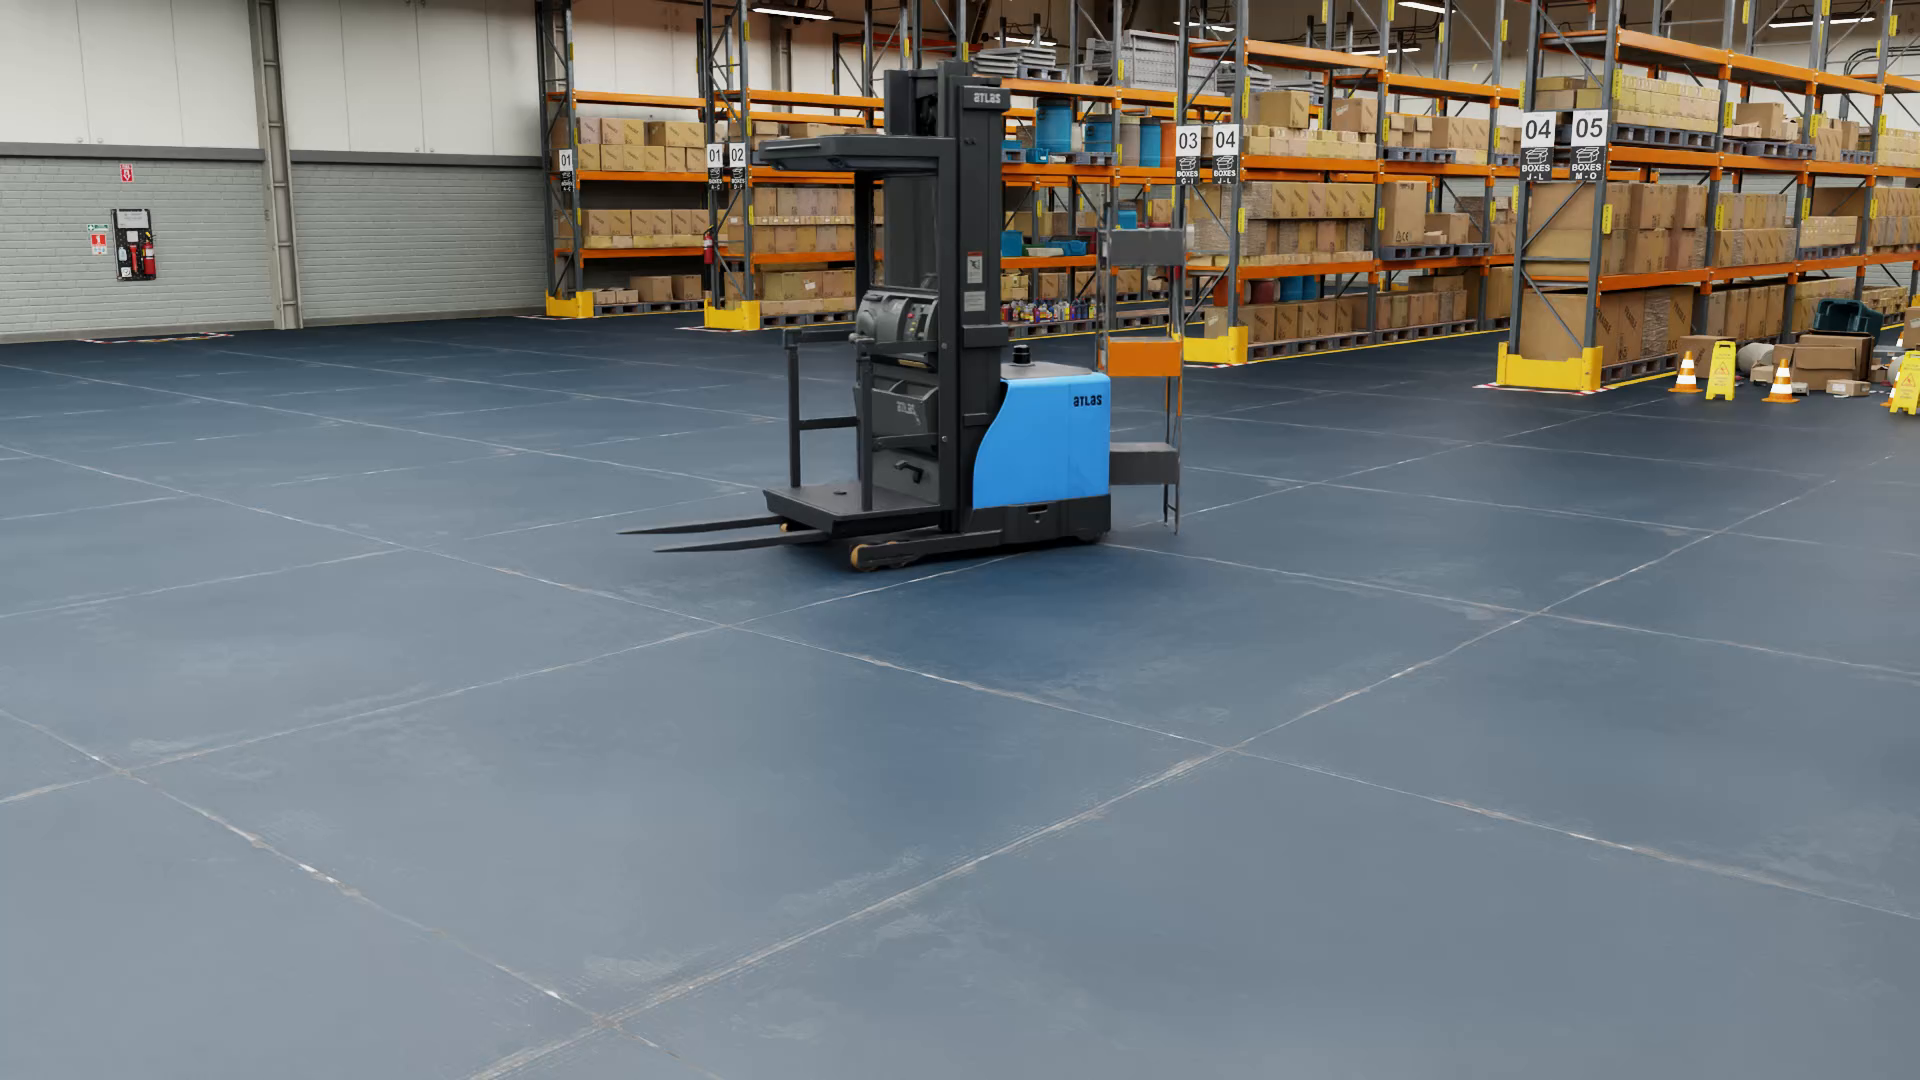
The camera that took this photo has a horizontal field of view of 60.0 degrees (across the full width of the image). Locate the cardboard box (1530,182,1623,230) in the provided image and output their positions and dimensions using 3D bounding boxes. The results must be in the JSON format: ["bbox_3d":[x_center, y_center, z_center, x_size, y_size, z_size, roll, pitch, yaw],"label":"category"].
[{"bbox_3d":[7.329,-3.968,19.777,0.875,0.550,0.550,10,15,40],"label":"cardboard box"}]

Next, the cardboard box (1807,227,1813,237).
[{"bbox_3d":[13.157,-4.846,26.123,0.380,0.149,0.250,9,15,39],"label":"cardboard box"}]

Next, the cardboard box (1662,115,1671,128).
[{"bbox_3d":[8.523,-5.150,20.492,0.380,0.149,0.250,10,15,41],"label":"cardboard box"}]

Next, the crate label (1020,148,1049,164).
[{"bbox_3d":[1.159,-6.242,27.027,0.502,0.251,0.408,10,15,40],"label":"crate label"}]

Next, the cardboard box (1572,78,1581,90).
[{"bbox_3d":[7.188,-5.439,19.902,0.380,0.149,0.250,10,15,41],"label":"cardboard box"}]

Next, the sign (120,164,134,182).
[{"bbox_3d":[-13.655,-6.014,27.246,0.001,0.298,0.199,10,15,40],"label":"sign"}]

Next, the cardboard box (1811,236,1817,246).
[{"bbox_3d":[13.315,-4.734,26.321,0.380,0.149,0.250,11,16,43],"label":"cardboard box"}]

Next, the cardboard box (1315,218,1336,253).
[{"bbox_3d":[5.082,-4.541,24.772,0.875,0.500,0.500,10,15,40],"label":"cardboard box"}]

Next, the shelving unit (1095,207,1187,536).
[{"bbox_3d":[1.162,-1.096,10.831,0.503,2.100,0.431,-1,11,-5],"label":"shelving unit"}]

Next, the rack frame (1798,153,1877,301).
[{"bbox_3d":[14.976,-5.080,28.489,1.000,3.000,0.127,10,15,40],"label":"rack frame"}]

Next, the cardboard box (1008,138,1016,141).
[{"bbox_3d":[1.171,-9.823,41.716,0.500,0.500,0.500,9,15,39],"label":"cardboard box"}]

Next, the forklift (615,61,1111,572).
[{"bbox_3d":[-0.567,-1.365,10.061,3.031,2.935,1.130,-7,13,-30],"label":"forklift"}]

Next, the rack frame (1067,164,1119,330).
[{"bbox_3d":[2.316,-5.200,29.087,1.000,3.000,0.127,10,15,40],"label":"rack frame"}]

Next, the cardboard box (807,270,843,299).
[{"bbox_3d":[-2.530,-4.748,30.859,0.500,0.500,0.500,10,15,40],"label":"cardboard box"}]

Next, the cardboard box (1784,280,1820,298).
[{"bbox_3d":[13.308,-3.985,26.398,0.500,0.250,0.500,10,15,40],"label":"cardboard box"}]

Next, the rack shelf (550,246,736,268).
[{"bbox_3d":[-6.446,-5.834,34.098,1.077,0.370,4.000,10,15,40],"label":"rack shelf"}]

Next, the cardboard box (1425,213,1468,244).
[{"bbox_3d":[8.057,-5.223,27.877,0.500,0.500,0.700,-9,15,-39],"label":"cardboard box"}]

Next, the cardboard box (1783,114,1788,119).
[{"bbox_3d":[12.735,-6.558,26.018,0.396,0.266,0.258,10,15,40],"label":"cardboard box"}]

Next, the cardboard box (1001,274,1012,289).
[{"bbox_3d":[0.739,-5.376,34.484,0.500,0.311,0.500,9,15,39],"label":"cardboard box"}]

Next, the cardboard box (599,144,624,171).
[{"bbox_3d":[-6.977,-7.513,32.706,0.500,0.500,0.500,-11,16,-44],"label":"cardboard box"}]

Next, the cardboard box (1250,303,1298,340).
[{"bbox_3d":[4.617,-3.223,24.499,0.500,0.500,0.500,-10,15,-42],"label":"cardboard box"}]

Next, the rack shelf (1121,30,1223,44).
[{"bbox_3d":[5.199,-11.531,38.820,1.077,0.370,4.000,10,15,40],"label":"rack shelf"}]

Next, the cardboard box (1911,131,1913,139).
[{"bbox_3d":[16.907,-7.276,29.913,0.380,0.149,0.250,9,15,39],"label":"cardboard box"}]

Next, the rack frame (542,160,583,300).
[{"bbox_3d":[-7.766,-5.892,32.554,1.000,3.000,0.127,10,15,40],"label":"rack frame"}]

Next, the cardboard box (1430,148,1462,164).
[{"bbox_3d":[7.896,-6.296,27.297,0.500,0.250,0.500,10,15,42],"label":"cardboard box"}]

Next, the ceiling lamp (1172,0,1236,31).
[{"bbox_3d":[5.355,-12.350,34.664,0.800,3.185,2.000,10,15,40],"label":"ceiling lamp"}]

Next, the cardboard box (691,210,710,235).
[{"bbox_3d":[-5.531,-6.601,34.520,0.500,0.500,0.500,10,15,40],"label":"cardboard box"}]

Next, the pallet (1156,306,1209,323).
[{"bbox_3d":[4.416,-4.312,31.762,1.003,0.211,1.213,10,15,40],"label":"pallet"}]

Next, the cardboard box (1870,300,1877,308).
[{"bbox_3d":[16.069,-4.212,29.590,0.380,0.149,0.250,11,16,43],"label":"cardboard box"}]

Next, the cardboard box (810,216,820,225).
[{"bbox_3d":[-2.774,-5.839,30.377,0.380,0.149,0.250,10,15,40],"label":"cardboard box"}]

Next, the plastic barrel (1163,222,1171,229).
[{"bbox_3d":[3.882,-5.551,30.496,0.433,0.535,0.433,0,11,0],"label":"plastic barrel"}]

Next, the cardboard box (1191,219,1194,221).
[{"bbox_3d":[5.421,-7.818,39.387,0.500,0.500,0.500,10,15,42],"label":"cardboard box"}]

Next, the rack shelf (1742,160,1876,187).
[{"bbox_3d":[13.656,-5.904,26.793,1.077,0.370,4.000,10,15,40],"label":"rack shelf"}]

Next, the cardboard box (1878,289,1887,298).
[{"bbox_3d":[16.562,-4.473,30.135,0.380,0.149,0.250,9,14,38],"label":"cardboard box"}]

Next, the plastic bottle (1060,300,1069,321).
[{"bbox_3d":[1.767,-3.909,28.264,0.144,0.351,0.185,10,15,40],"label":"plastic bottle"}]

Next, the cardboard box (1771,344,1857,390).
[{"bbox_3d":[10.098,-2.051,19.697,0.797,0.503,0.637,0,11,1],"label":"cardboard box"}]

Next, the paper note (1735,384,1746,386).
[{"bbox_3d":[9.338,-1.863,19.966,0.142,0.017,0.144,-6,13,-28],"label":"paper note"}]

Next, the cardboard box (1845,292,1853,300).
[{"bbox_3d":[14.677,-3.919,27.985,0.500,0.500,0.500,9,15,39],"label":"cardboard box"}]

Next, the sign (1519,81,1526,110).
[{"bbox_3d":[6.657,-5.253,19.638,0.100,0.325,0.005,10,15,40],"label":"sign"}]

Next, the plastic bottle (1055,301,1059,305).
[{"bbox_3d":[1.664,-4.029,29.035,0.061,0.283,0.133,10,15,40],"label":"plastic bottle"}]

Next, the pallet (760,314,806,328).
[{"bbox_3d":[-3.570,-4.003,30.214,1.003,0.211,1.213,10,15,40],"label":"pallet"}]

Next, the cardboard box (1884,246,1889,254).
[{"bbox_3d":[16.242,-5.157,29.512,0.380,0.149,0.250,11,15,43],"label":"cardboard box"}]

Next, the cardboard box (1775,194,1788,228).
[{"bbox_3d":[12.032,-4.967,25.111,0.700,0.500,0.500,10,15,40],"label":"cardboard box"}]

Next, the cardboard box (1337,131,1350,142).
[{"bbox_3d":[5.530,-5.948,24.538,0.380,0.149,0.250,9,15,39],"label":"cardboard box"}]

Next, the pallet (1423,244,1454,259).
[{"bbox_3d":[7.401,-4.757,27.362,1.003,0.211,1.213,10,15,40],"label":"pallet"}]

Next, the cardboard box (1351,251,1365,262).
[{"bbox_3d":[5.943,-4.331,25.379,0.380,0.149,0.250,10,15,40],"label":"cardboard box"}]

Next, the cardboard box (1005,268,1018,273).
[{"bbox_3d":[1.060,-6.808,42.450,0.700,0.500,0.500,10,15,40],"label":"cardboard box"}]

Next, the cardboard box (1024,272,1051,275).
[{"bbox_3d":[1.679,-5.587,36.286,0.500,0.500,0.500,11,15,43],"label":"cardboard box"}]

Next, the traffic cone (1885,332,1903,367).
[{"bbox_3d":[12.688,-2.570,22.395,0.336,0.463,0.334,10,15,40],"label":"traffic cone"}]

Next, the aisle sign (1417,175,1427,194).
[{"bbox_3d":[10.505,-8.213,37.536,0.394,0.787,0.004,10,15,40],"label":"aisle sign"}]

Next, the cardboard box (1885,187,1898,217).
[{"bbox_3d":[16.144,-5.949,29.270,0.500,0.500,0.500,10,15,41],"label":"cardboard box"}]

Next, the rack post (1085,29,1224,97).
[{"bbox_3d":[3.551,-8.541,29.987,1.013,1.000,3.121,10,15,40],"label":"rack post"}]

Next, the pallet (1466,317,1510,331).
[{"bbox_3d":[9.254,-3.887,29.633,1.003,0.211,1.213,10,15,40],"label":"pallet"}]
